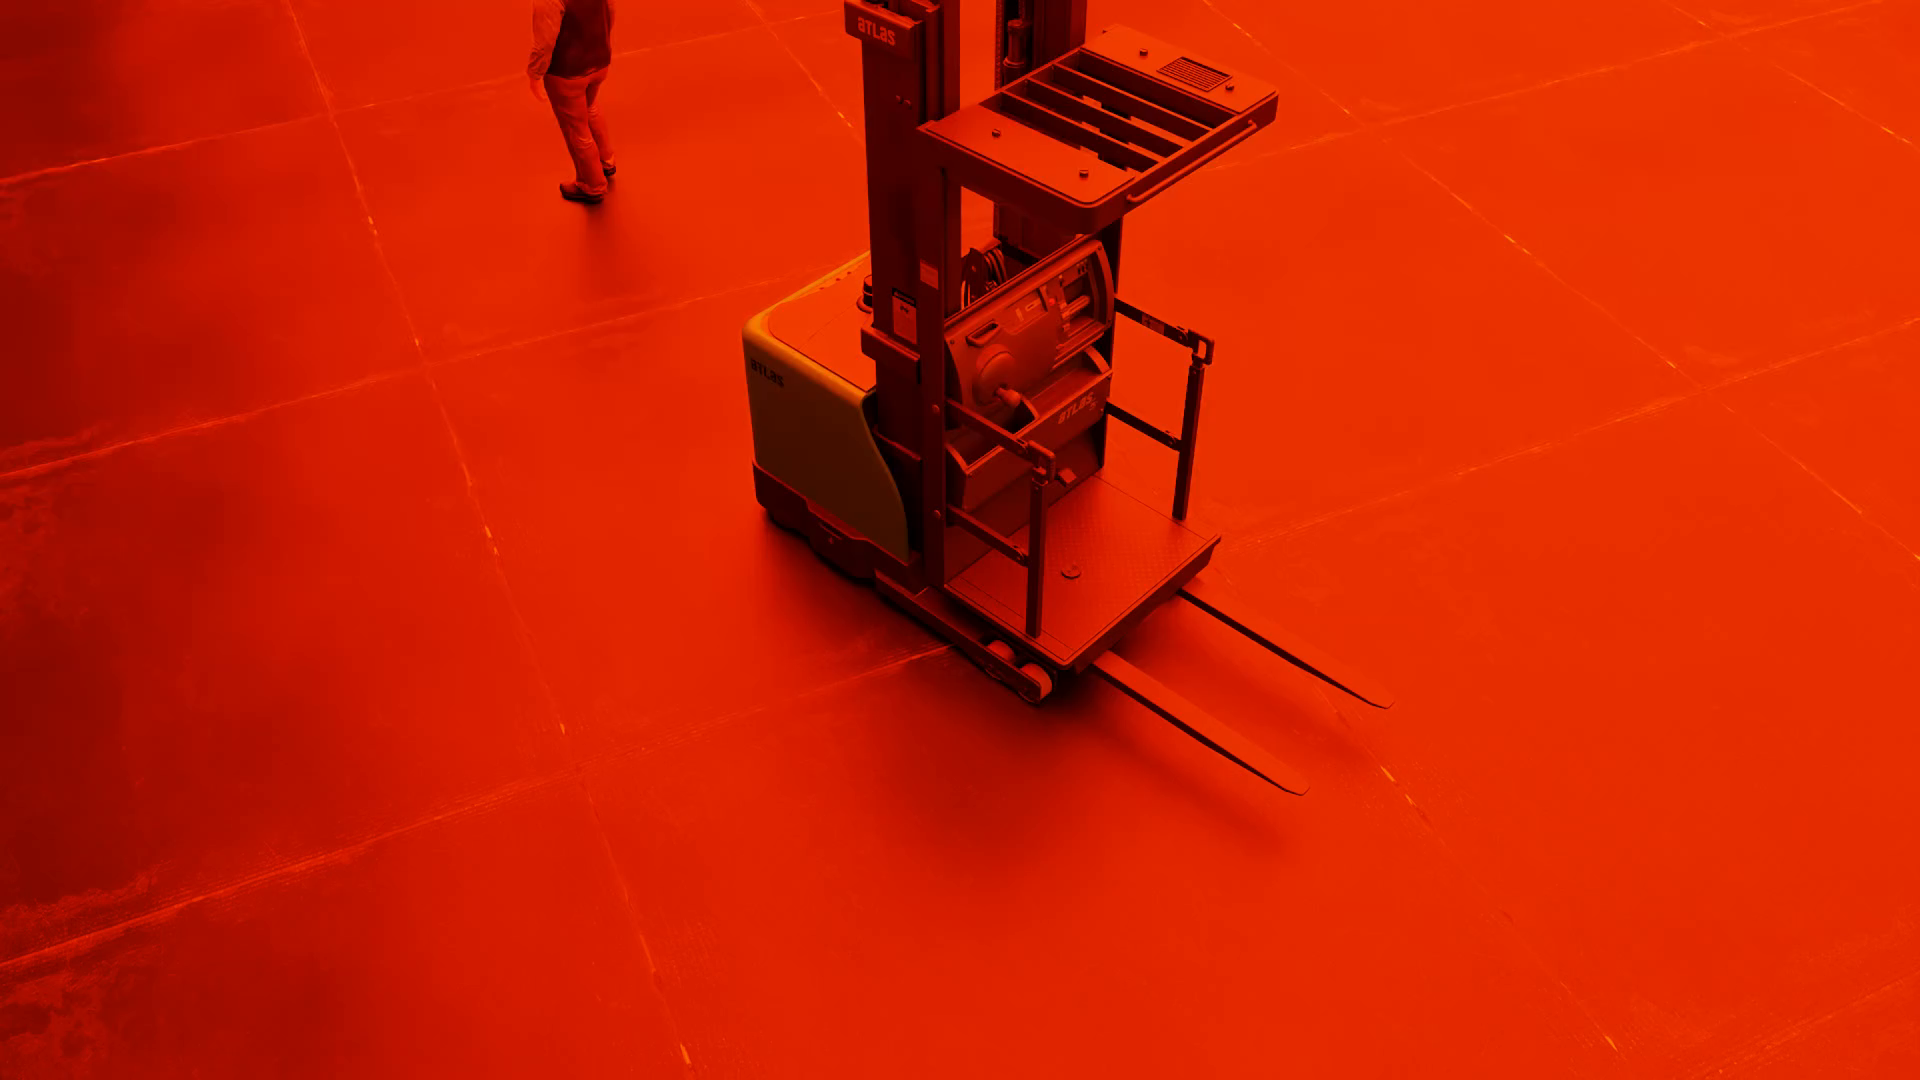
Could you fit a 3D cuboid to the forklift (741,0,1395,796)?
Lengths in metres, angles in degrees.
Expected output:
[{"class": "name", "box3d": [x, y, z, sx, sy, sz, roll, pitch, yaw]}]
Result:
[{"class": "forklift", "box3d": [0.445, -0.788, 6.525, 3.031, 2.935, 1.130, 32, 52, 30]}]

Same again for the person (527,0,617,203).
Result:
[{"class": "person", "box3d": [-2.237, -2.721, 9.473, 0.578, 1.718, 0.633, 25, 48, 24]}]
